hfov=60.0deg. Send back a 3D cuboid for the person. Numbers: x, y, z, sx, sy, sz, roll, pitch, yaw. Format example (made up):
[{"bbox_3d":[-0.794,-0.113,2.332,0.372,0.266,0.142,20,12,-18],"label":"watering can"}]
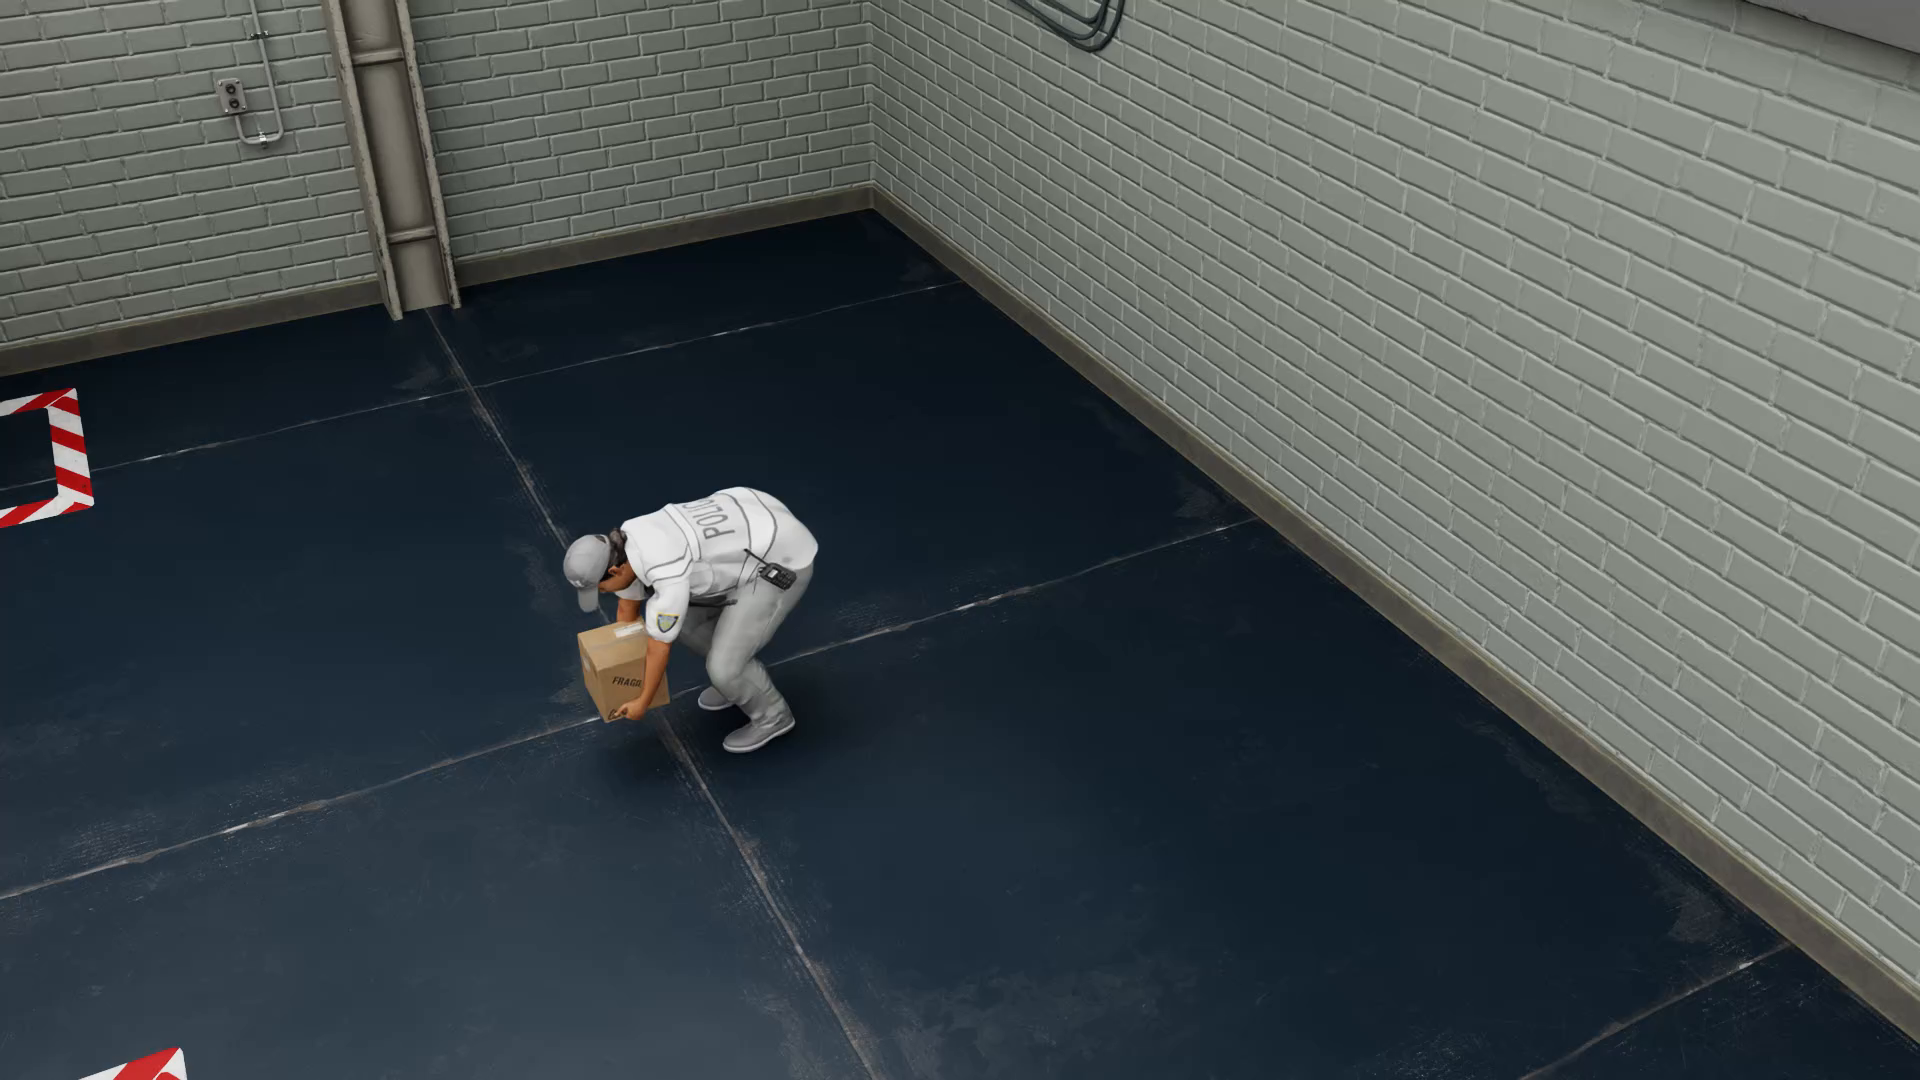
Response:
[{"bbox_3d":[-0.984,0.317,6.237,0.938,1.031,0.512,-18,37,-25],"label":"person"}]
